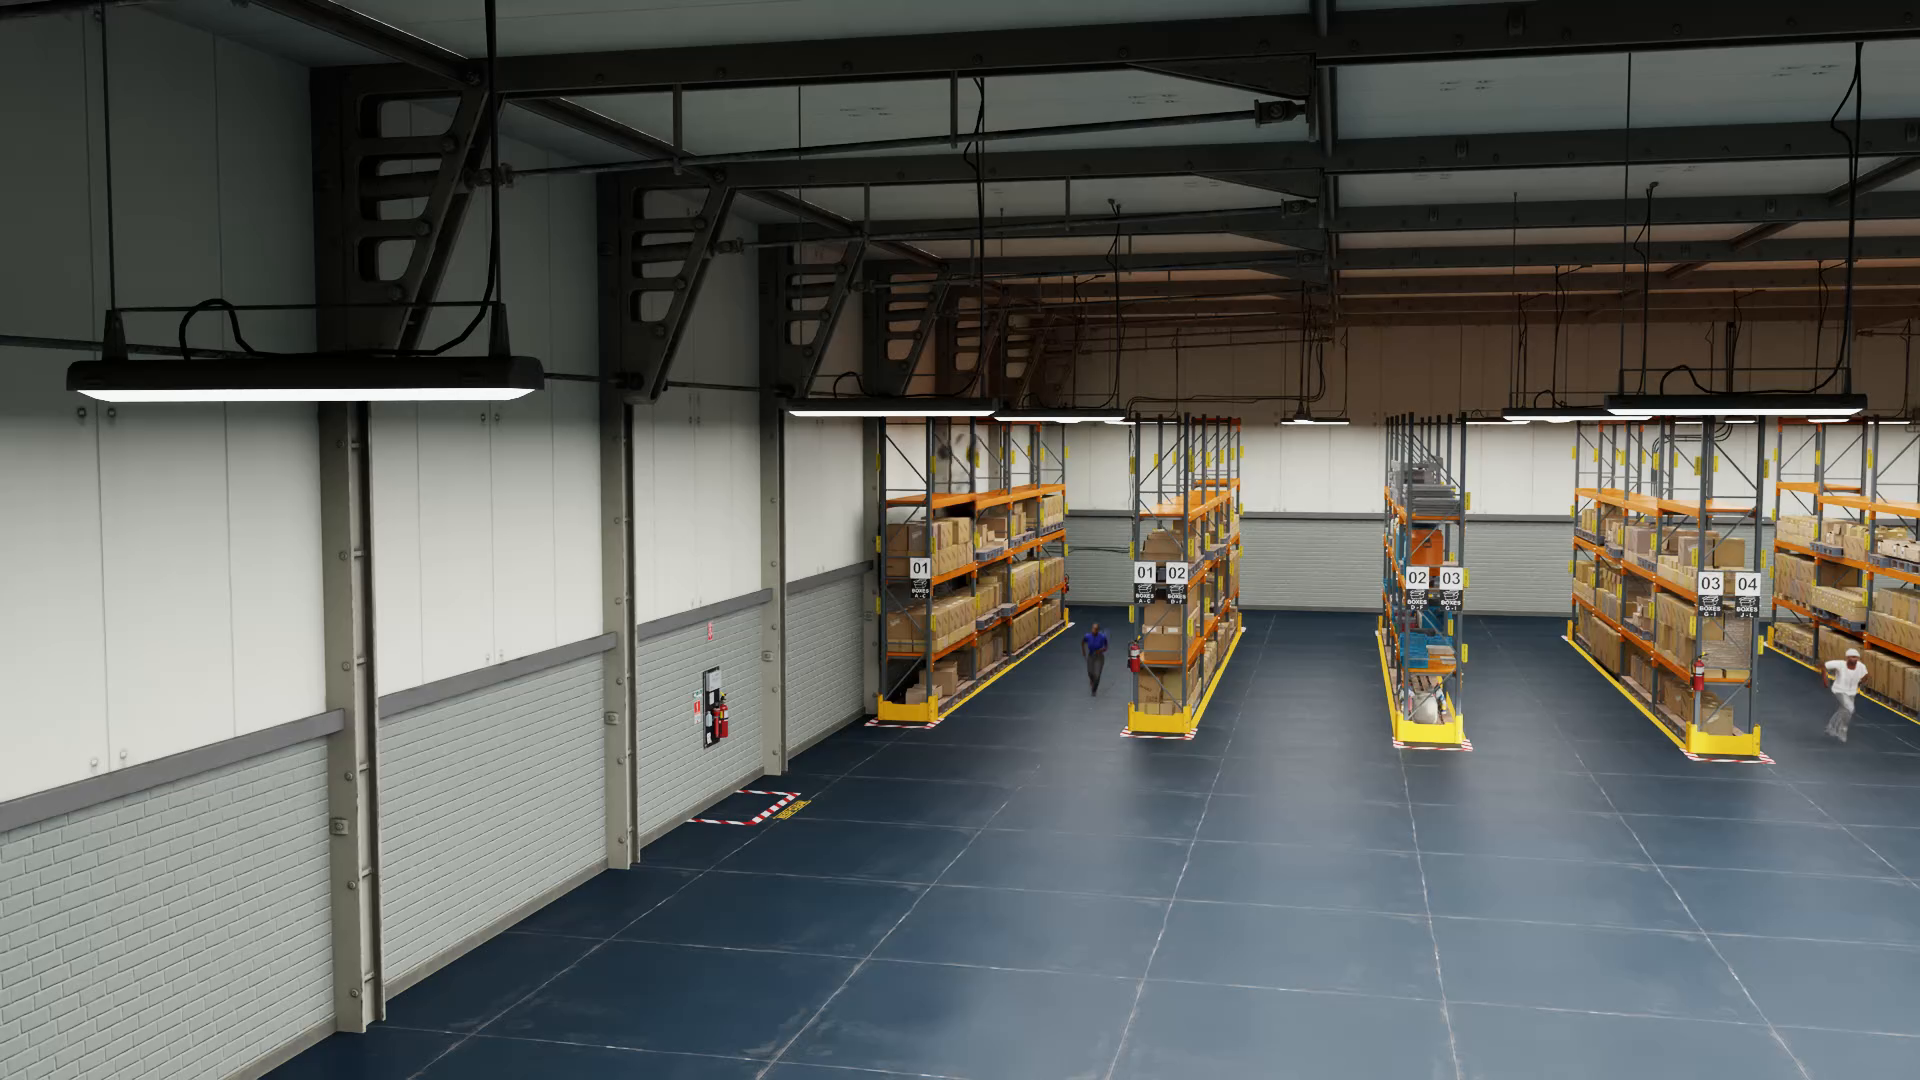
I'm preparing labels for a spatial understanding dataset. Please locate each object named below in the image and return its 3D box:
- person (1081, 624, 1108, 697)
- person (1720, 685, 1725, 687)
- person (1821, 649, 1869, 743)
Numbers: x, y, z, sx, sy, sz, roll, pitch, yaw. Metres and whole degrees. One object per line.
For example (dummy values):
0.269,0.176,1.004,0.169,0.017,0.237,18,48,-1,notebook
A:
2.862,2.555,35.364,0.562,1.581,0.673,0,4,4,person
16.915,2.393,37.051,0.582,1.736,0.765,1,4,18,person
16.107,2.810,30.283,0.683,1.718,0.919,-1,4,-8,person
